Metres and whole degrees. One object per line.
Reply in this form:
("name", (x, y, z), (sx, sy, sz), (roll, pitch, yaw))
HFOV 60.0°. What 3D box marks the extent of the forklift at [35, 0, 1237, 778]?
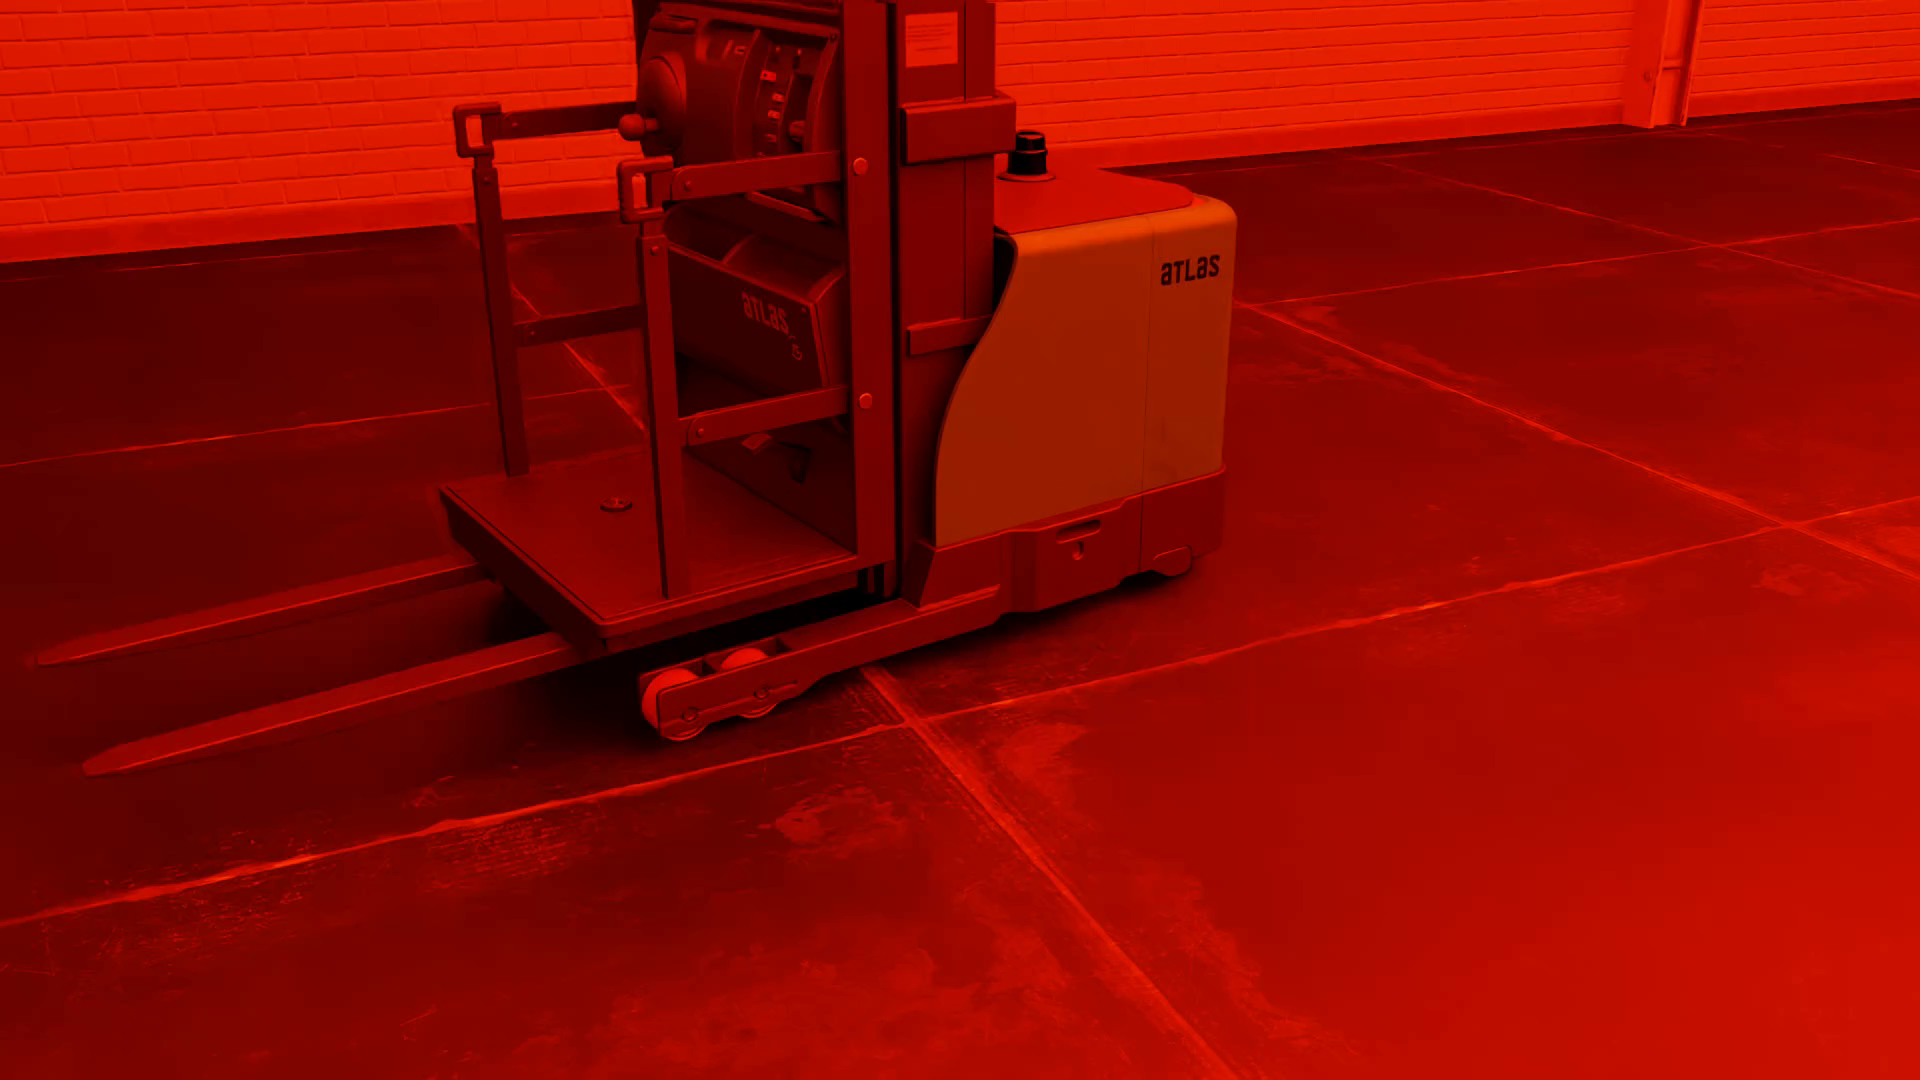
("forklift", (-0.726, -1.107, 3.950), (3.031, 2.935, 1.130), (-15, 27, -32))
